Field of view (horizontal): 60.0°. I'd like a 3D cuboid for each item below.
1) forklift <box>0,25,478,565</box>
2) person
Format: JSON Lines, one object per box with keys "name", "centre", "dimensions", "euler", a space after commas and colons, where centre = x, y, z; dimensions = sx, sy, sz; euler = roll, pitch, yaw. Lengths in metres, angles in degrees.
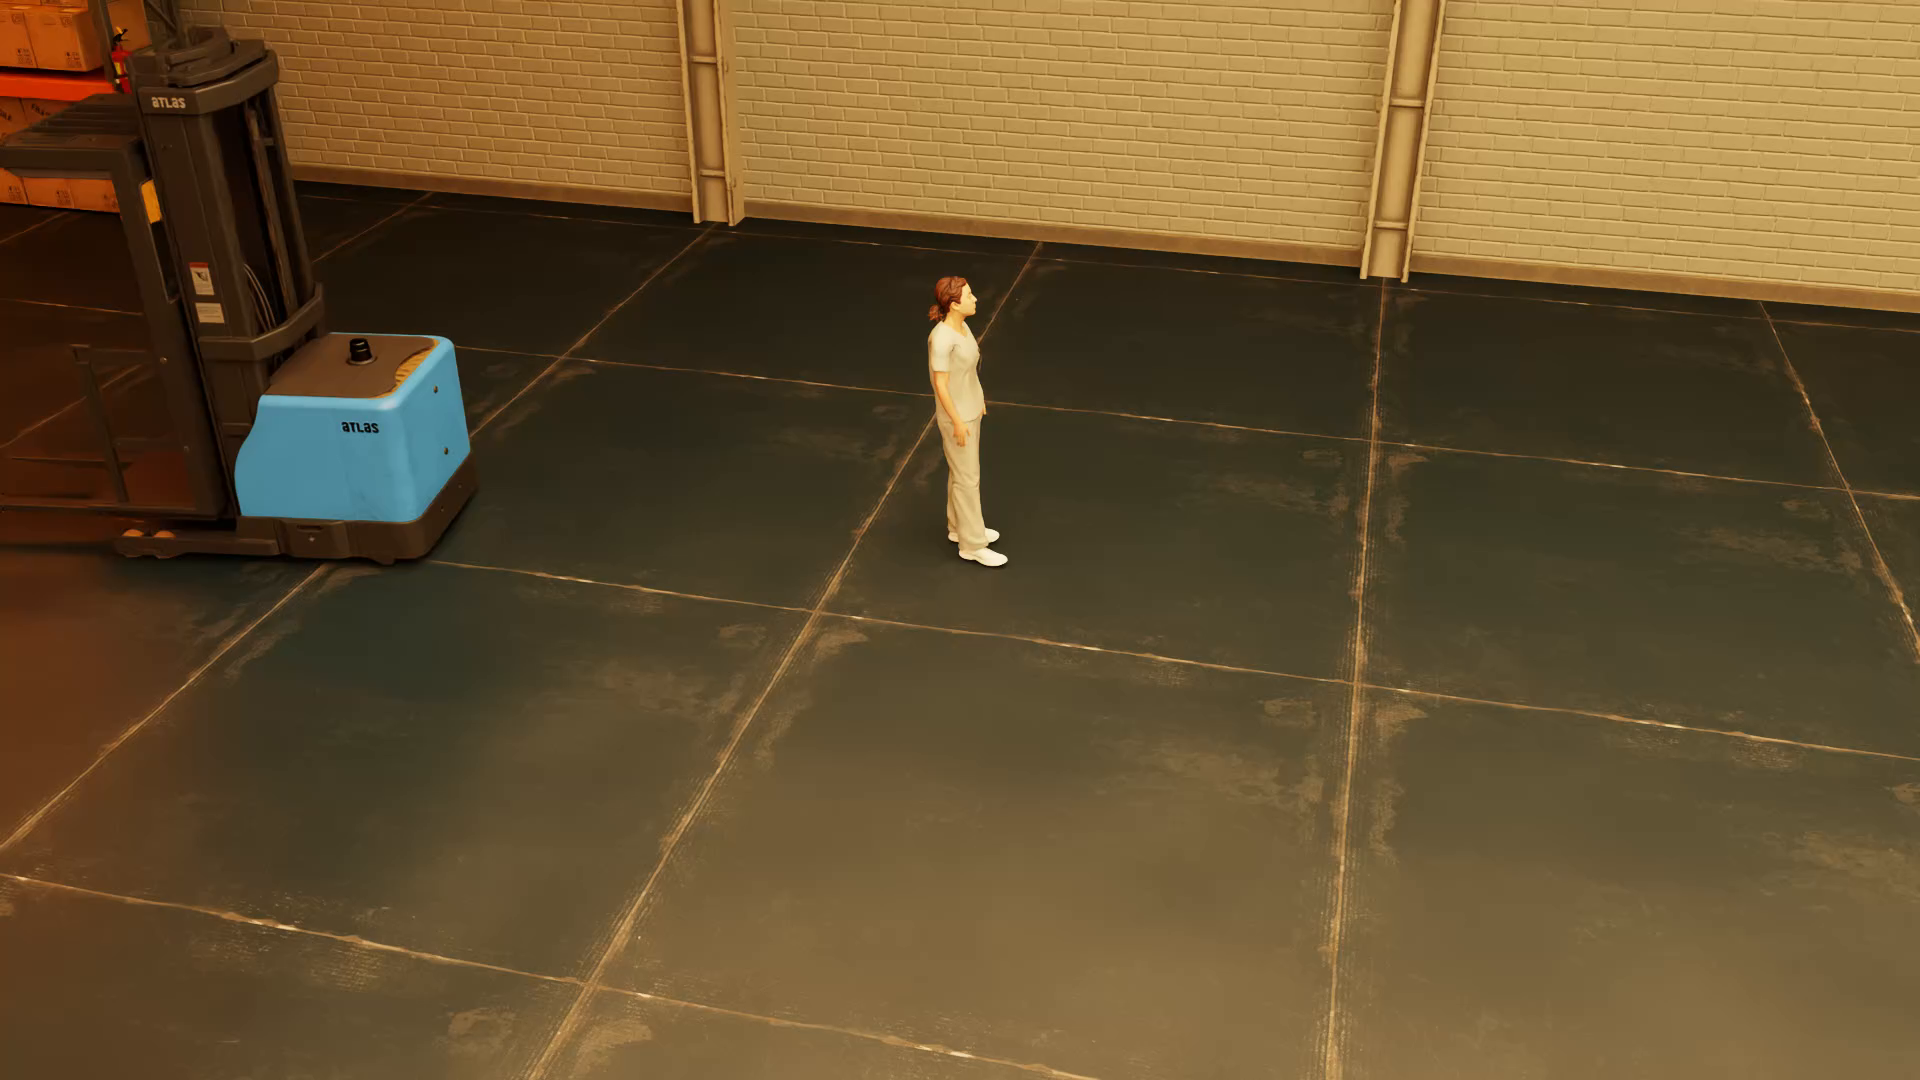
{"name": "forklift", "centre": [-4.623, -1.417, 9.670], "dimensions": [3.031, 2.935, 1.130], "euler": [2, 30, 4]}
{"name": "person", "centre": [0.069, -0.720, 9.699], "dimensions": [0.548, 1.673, 0.549], "euler": [7, 30, 12]}
